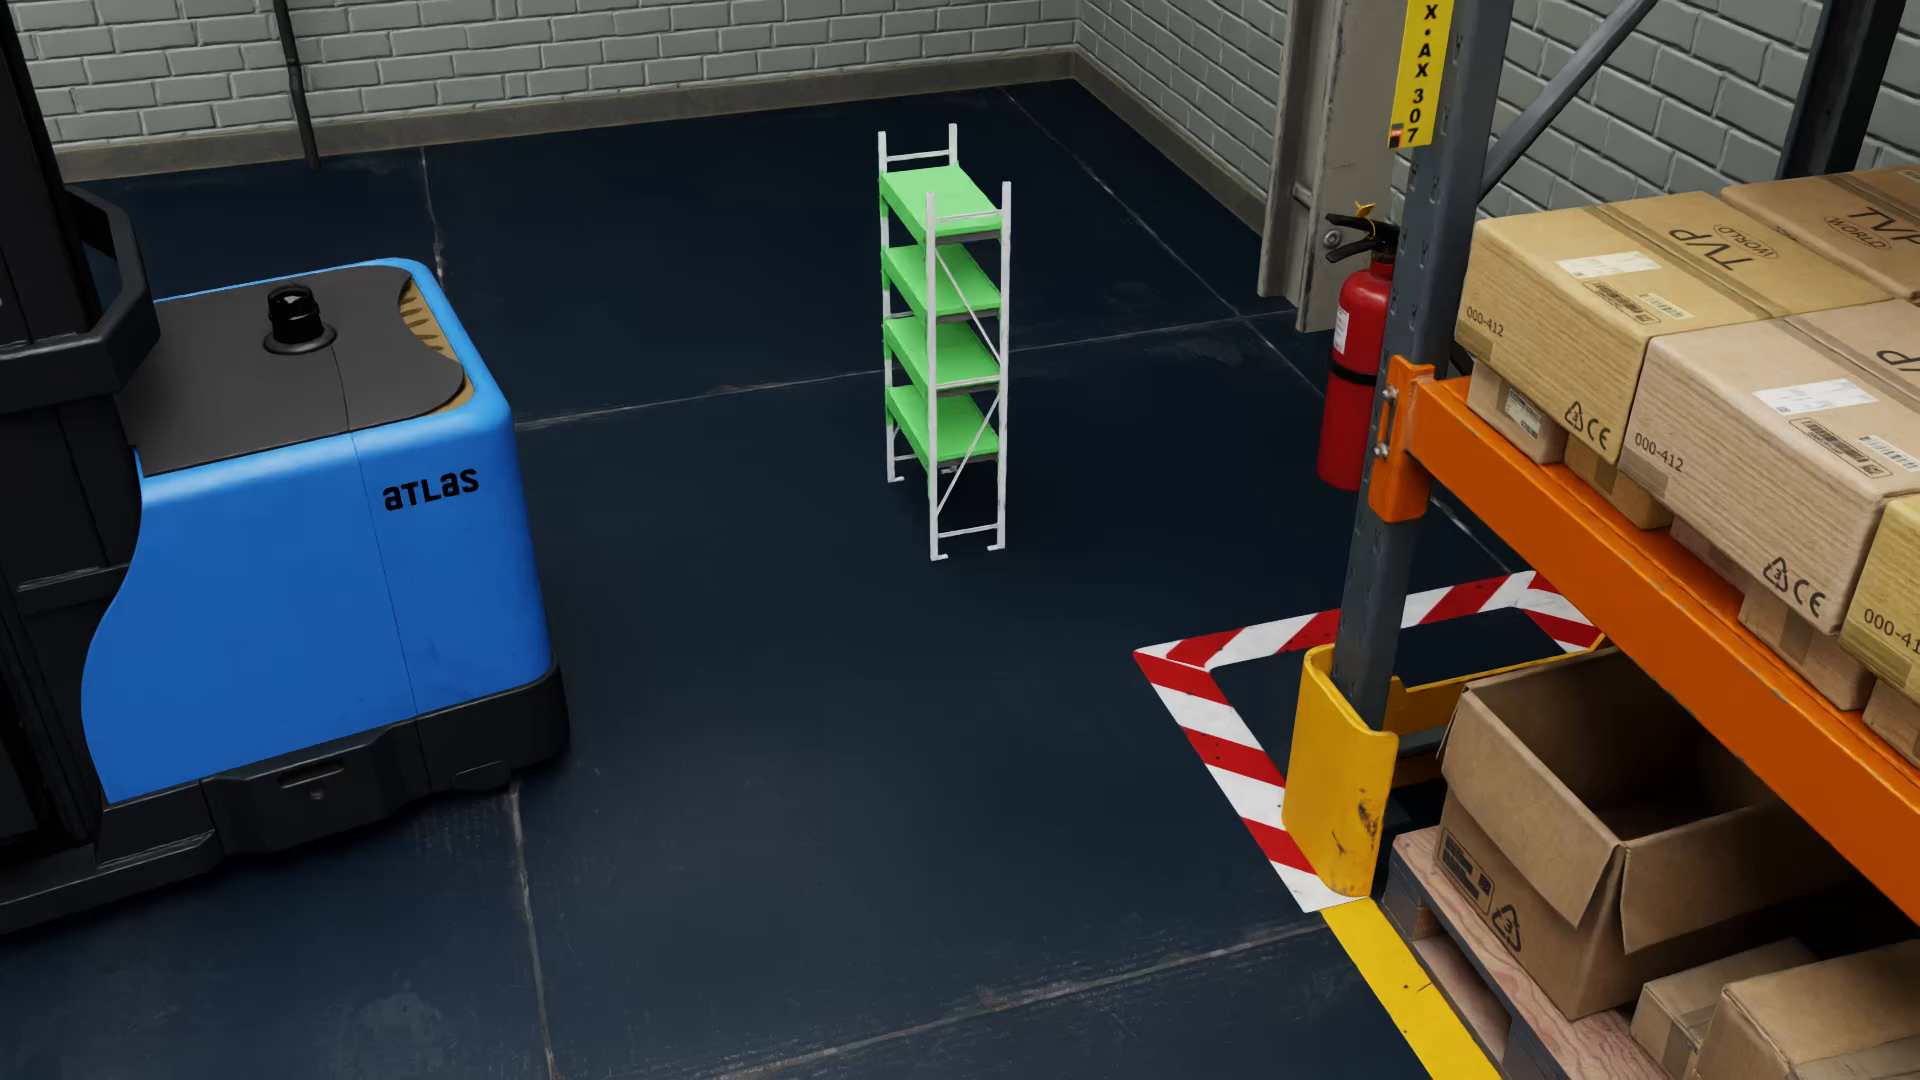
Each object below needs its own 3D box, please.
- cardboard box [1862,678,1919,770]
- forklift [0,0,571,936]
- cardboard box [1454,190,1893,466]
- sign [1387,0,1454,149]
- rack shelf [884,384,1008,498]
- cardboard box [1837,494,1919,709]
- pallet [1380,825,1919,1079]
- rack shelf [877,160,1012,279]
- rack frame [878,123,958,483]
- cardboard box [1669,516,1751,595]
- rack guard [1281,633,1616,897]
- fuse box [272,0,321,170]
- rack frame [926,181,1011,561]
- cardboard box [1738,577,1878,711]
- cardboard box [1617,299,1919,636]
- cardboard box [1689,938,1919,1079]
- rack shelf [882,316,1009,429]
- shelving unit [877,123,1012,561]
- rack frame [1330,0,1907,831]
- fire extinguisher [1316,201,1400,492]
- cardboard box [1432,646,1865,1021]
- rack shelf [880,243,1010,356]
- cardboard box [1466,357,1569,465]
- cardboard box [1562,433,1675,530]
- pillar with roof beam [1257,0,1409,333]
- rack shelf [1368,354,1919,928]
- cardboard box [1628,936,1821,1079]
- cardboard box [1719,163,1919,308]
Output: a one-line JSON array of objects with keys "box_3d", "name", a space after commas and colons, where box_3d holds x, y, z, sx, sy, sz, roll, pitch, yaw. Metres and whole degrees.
[{"box_3d": [1.557, 0.244, 2.387, 0.380, 0.149, 0.250, -9, 35, -14], "name": "cardboard box"}, {"box_3d": [-2.569, -0.500, 3.348, 3.031, 2.935, 1.130, -16, 37, -22], "name": "forklift"}, {"box_3d": [1.260, -0.397, 2.996, 0.500, 0.250, 0.500, -10, 35, -14], "name": "cardboard box"}, {"box_3d": [0.861, -0.889, 3.089, 0.100, 0.325, 0.005, -10, 35, -15], "name": "sign"}, {"box_3d": [-0.051, -0.334, 5.218, 0.258, 0.148, 0.480, -10, 35, -15], "name": "rack shelf"}, {"box_3d": [1.572, 0.134, 2.193, 0.500, 0.250, 0.500, -11, 35, -16], "name": "cardboard box"}, {"box_3d": [1.645, 1.003, 3.541, 1.003, 0.211, 1.213, -10, 35, -15], "name": "pallet"}, {"box_3d": [-0.051, -0.935, 4.821, 0.258, 0.148, 0.480, -10, 35, -15], "name": "rack shelf"}, {"box_3d": [-0.125, -0.716, 5.245, 0.240, 1.200, 0.015, -10, 35, -15], "name": "rack frame"}, {"box_3d": [1.452, -0.037, 2.813, 0.380, 0.149, 0.250, -10, 35, -15], "name": "cardboard box"}, {"box_3d": [1.401, 0.464, 4.094, 1.175, 0.500, 0.348, -10, 35, -15], "name": "rack guard"}, {"box_3d": [-3.045, -2.478, 7.447, 0.539, 1.711, 0.414, -10, 35, -15], "name": "fuse box"}, {"box_3d": [0.024, -0.459, 4.857, 0.240, 1.200, 0.015, -10, 35, -15], "name": "rack frame"}, {"box_3d": [1.471, 0.106, 2.597, 0.380, 0.149, 0.250, -9, 34, -13], "name": "cardboard box"}, {"box_3d": [1.414, -0.132, 2.595, 0.500, 0.250, 0.500, -10, 35, -14], "name": "cardboard box"}, {"box_3d": [1.698, 1.041, 2.840, 0.700, 0.500, 0.500, -9, 34, -13], "name": "cardboard box"}, {"box_3d": [-0.051, -0.534, 5.086, 0.258, 0.148, 0.480, -10, 35, -15], "name": "rack shelf"}, {"box_3d": [-0.051, -0.587, 5.051, 0.258, 1.200, 0.503, -10, 35, -15], "name": "shelving unit"}, {"box_3d": [1.378, -0.619, 3.465, 1.000, 3.000, 0.127, -10, 35, -15], "name": "rack frame"}, {"box_3d": [0.893, -0.430, 3.589, 0.296, 0.674, 0.183, -10, 35, -15], "name": "fire extinguisher"}, {"box_3d": [1.475, 0.585, 3.528, 0.797, 0.503, 0.637, -11, 35, -17], "name": "cardboard box"}, {"box_3d": [-0.051, -0.734, 4.954, 0.258, 0.148, 0.480, -10, 35, -15], "name": "rack shelf"}, {"box_3d": [1.217, -0.295, 3.204, 0.380, 0.149, 0.250, -10, 35, -15], "name": "cardboard box"}, {"box_3d": [1.339, -0.169, 3.013, 0.380, 0.149, 0.250, -9, 35, -14], "name": "cardboard box"}, {"box_3d": [-2.686, -3.965, 3.088, 9.100, 9.000, 0.400, -10, 35, -15], "name": "pillar with roof beam"}, {"box_3d": [1.988, 0.732, 2.075, 1.077, 0.370, 4.000, -10, 35, -15], "name": "rack shelf"}, {"box_3d": [1.567, 0.962, 3.278, 0.380, 0.149, 0.250, -11, 35, -17], "name": "cardboard box"}, {"box_3d": [1.771, -0.483, 3.127, 0.500, 0.250, 0.500, -9, 35, -13], "name": "cardboard box"}]
